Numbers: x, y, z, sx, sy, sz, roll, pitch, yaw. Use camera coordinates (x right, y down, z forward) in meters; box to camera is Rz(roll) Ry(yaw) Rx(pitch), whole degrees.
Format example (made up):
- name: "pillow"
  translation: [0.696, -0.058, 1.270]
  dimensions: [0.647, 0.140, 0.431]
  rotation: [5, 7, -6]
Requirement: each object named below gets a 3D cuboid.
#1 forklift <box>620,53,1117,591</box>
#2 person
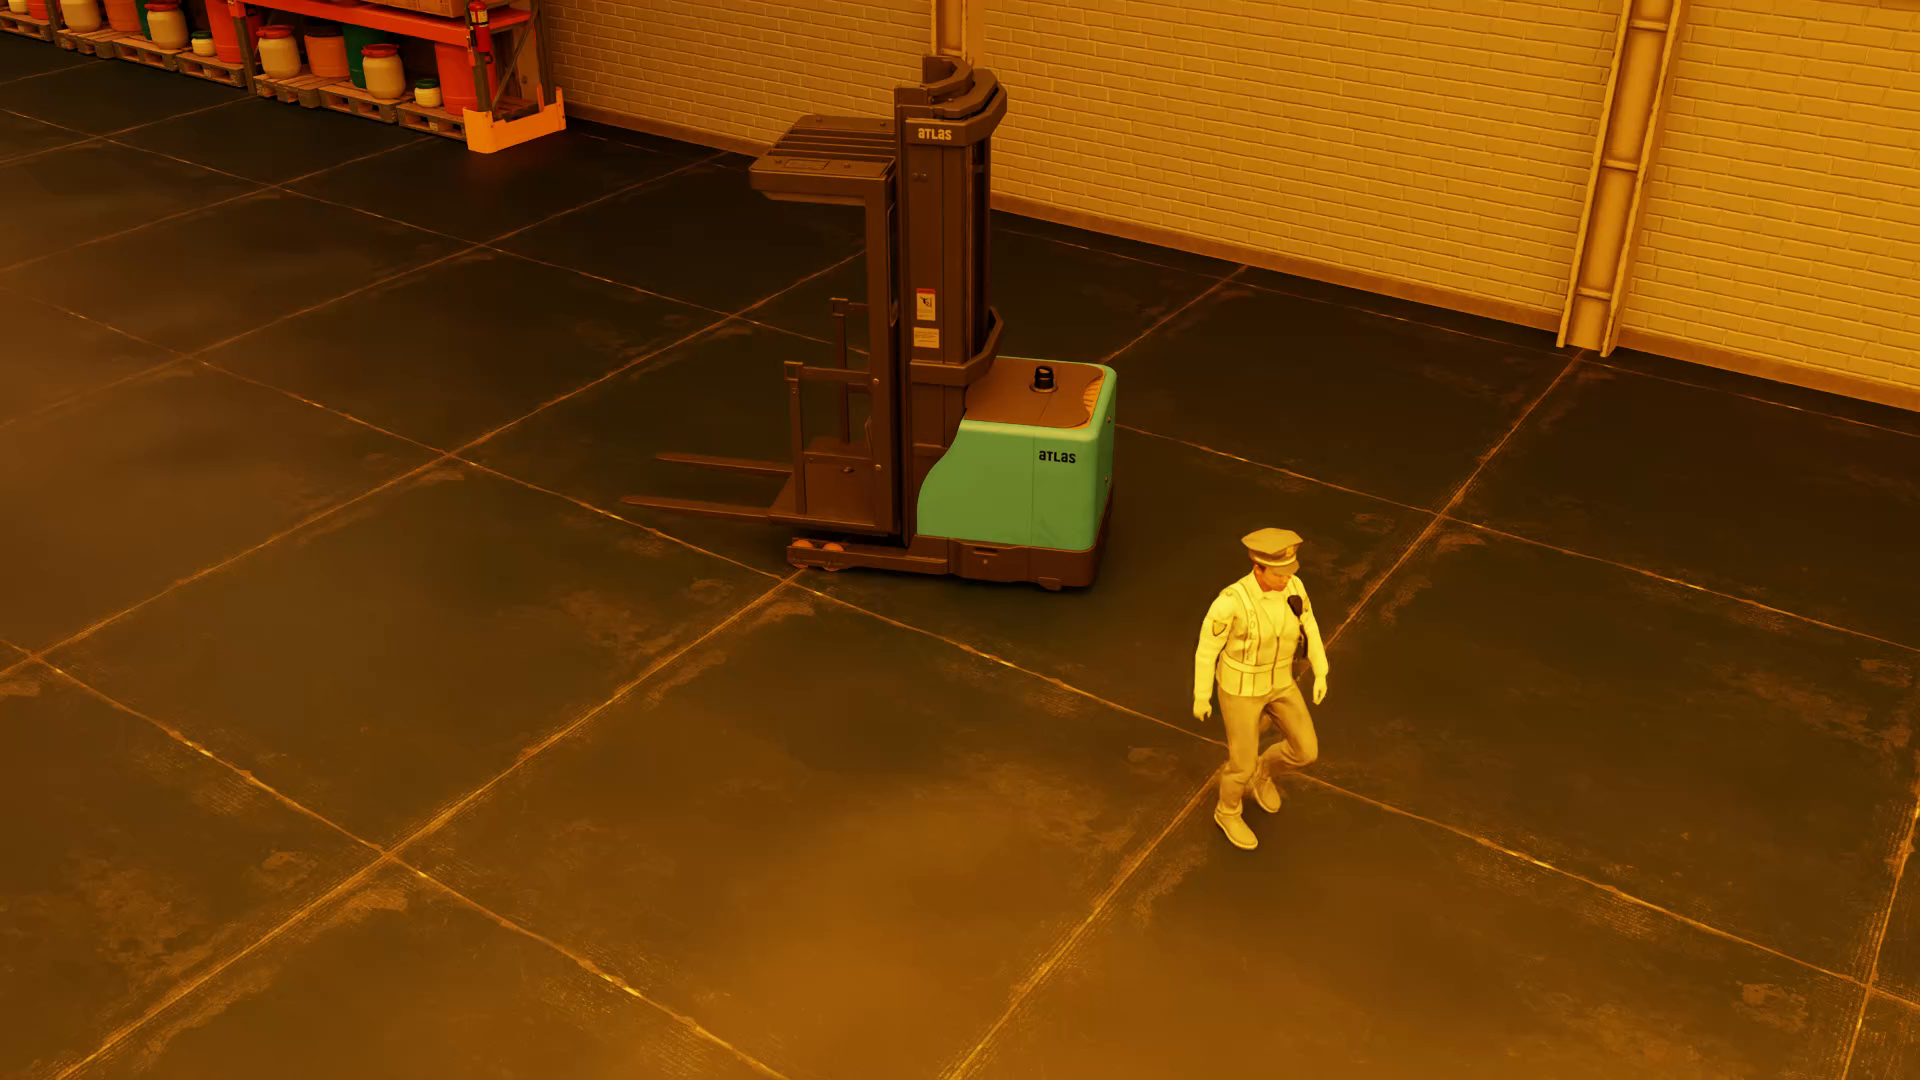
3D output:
- name: "forklift"
  translation: [-0.596, -1.330, 9.871]
  dimensions: [3.031, 2.935, 1.130]
  rotation: [6, 31, 10]
- name: "person"
  translation: [1.405, 0.700, 7.656]
  dimensions: [0.637, 1.651, 0.420]
  rotation: [-15, 33, -24]
